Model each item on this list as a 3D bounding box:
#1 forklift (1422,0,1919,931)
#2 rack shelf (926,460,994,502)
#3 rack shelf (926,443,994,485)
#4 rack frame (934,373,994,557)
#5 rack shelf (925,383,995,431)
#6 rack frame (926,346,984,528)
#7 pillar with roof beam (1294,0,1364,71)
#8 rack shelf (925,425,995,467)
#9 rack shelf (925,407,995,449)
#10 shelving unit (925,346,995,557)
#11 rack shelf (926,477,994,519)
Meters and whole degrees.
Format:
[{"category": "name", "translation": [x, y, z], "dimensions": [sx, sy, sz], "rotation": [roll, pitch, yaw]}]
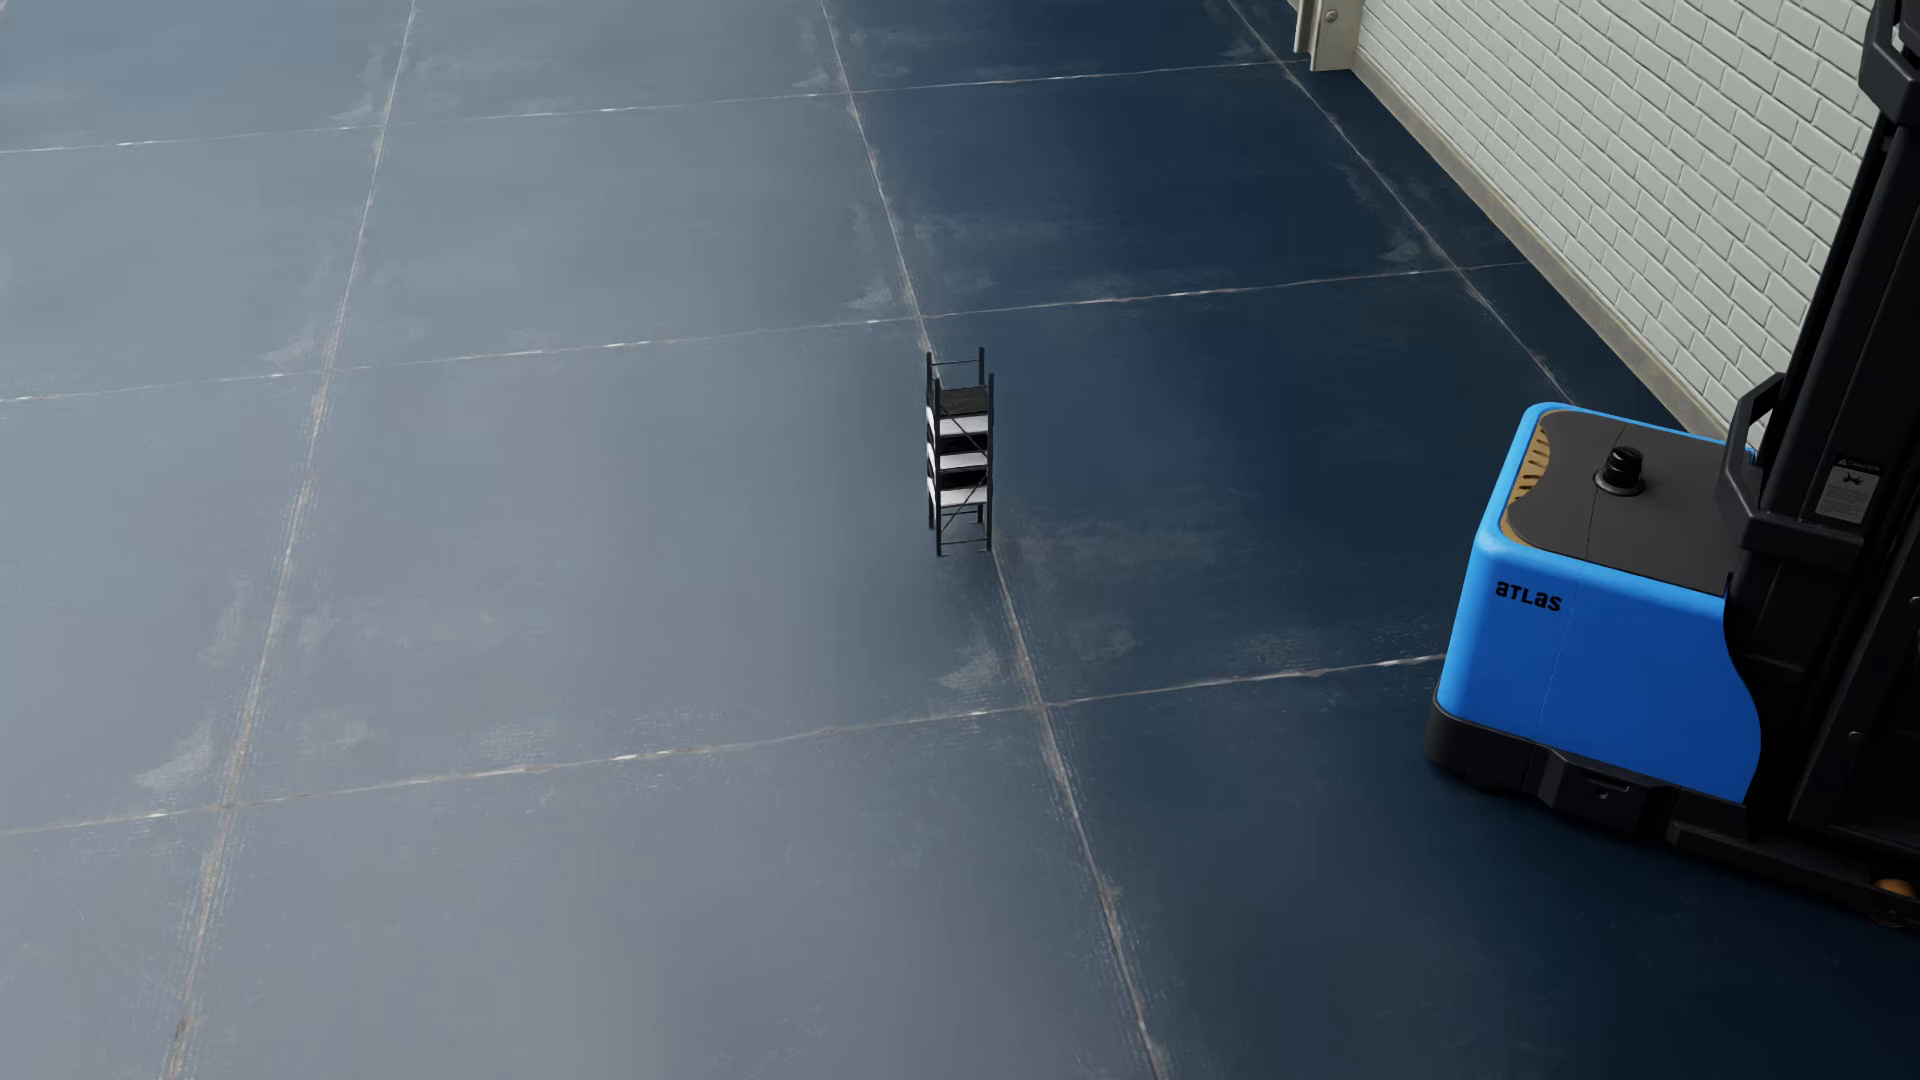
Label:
[{"category": "forklift", "translation": [3.263, -0.181, 5.095], "dimensions": [3.031, 2.935, 1.130], "rotation": [17, 41, 20]}, {"category": "rack shelf", "translation": [-0.001, -0.263, 7.056], "dimensions": [0.258, 0.077, 0.200], "rotation": [-6, 38, -8]}, {"category": "rack shelf", "translation": [-0.001, -0.334, 7.001], "dimensions": [0.258, 0.077, 0.200], "rotation": [-6, 38, -8]}, {"category": "rack frame", "translation": [0.016, -0.299, 6.901], "dimensions": [0.240, 0.900, 0.006], "rotation": [-6, 38, -8]}, {"category": "rack shelf", "translation": [-0.001, -0.547, 6.835], "dimensions": [0.258, 0.077, 0.200], "rotation": [-6, 38, -8]}, {"category": "rack frame", "translation": [-0.019, -0.422, 7.059], "dimensions": [0.240, 0.900, 0.006], "rotation": [-6, 38, -8]}, {"category": "pillar with roof beam", "translation": [-1.711, -6.432, 8.195], "dimensions": [9.100, 9.000, 0.400], "rotation": [-6, 38, -8]}, {"category": "rack shelf", "translation": [-0.001, -0.405, 6.945], "dimensions": [0.258, 0.077, 0.200], "rotation": [-6, 38, -8]}, {"category": "rack shelf", "translation": [-0.001, -0.476, 6.890], "dimensions": [0.258, 0.077, 0.200], "rotation": [-6, 38, -8]}, {"category": "shelving unit", "translation": [-0.001, -0.360, 6.980], "dimensions": [0.258, 0.900, 0.210], "rotation": [-6, 38, -8]}, {"category": "rack shelf", "translation": [-0.001, -0.192, 7.111], "dimensions": [0.258, 0.077, 0.200], "rotation": [-6, 38, -8]}]
